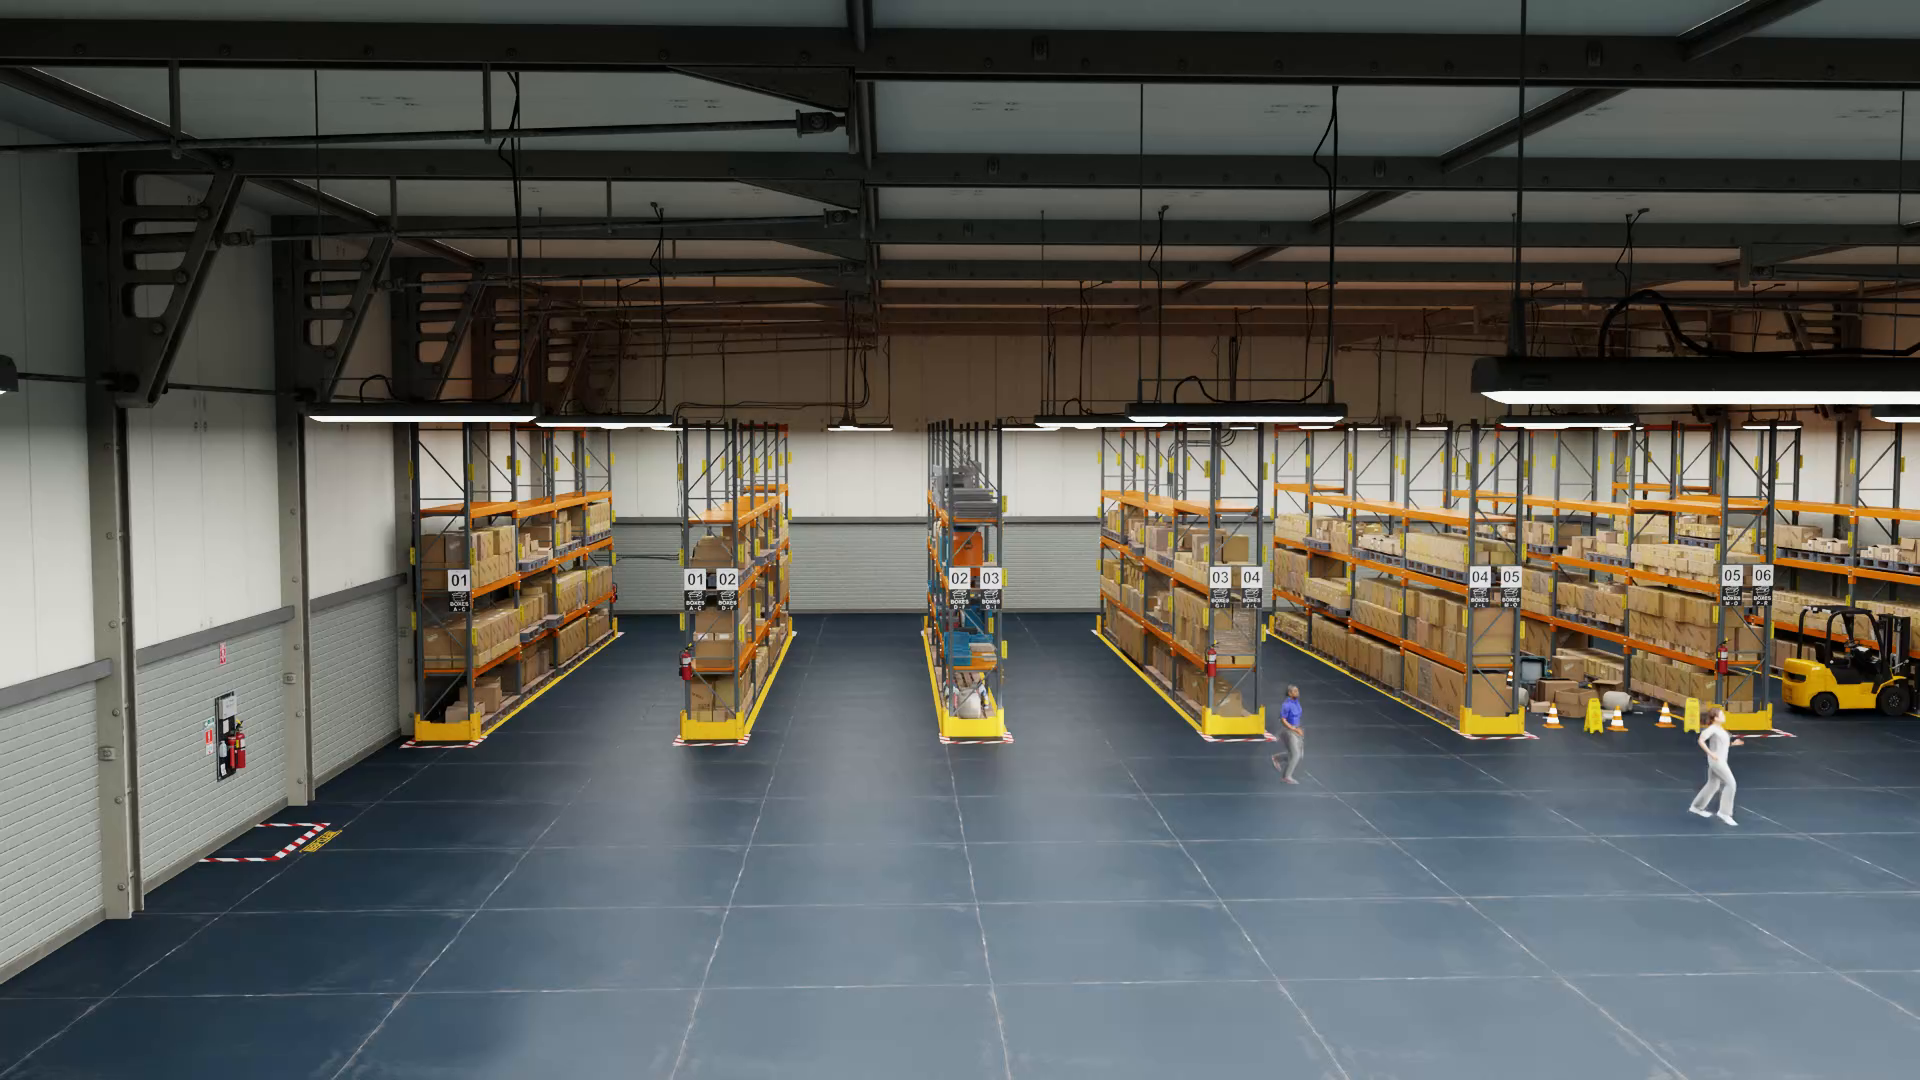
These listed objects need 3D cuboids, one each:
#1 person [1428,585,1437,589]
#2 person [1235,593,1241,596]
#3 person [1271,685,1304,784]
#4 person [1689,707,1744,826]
[{"bbox_3d":[14.125,1.770,49.354,0.870,1.645,0.620,0,4,4],"label":"person"},{"bbox_3d":[7.809,1.893,45.957,0.704,1.823,0.903,0,4,2],"label":"person"},{"bbox_3d":[5.401,3.175,27.320,0.634,1.625,0.584,3,4,36],"label":"person"},{"bbox_3d":[11.131,3.318,24.470,0.712,1.723,0.546,2,4,29],"label":"person"}]
